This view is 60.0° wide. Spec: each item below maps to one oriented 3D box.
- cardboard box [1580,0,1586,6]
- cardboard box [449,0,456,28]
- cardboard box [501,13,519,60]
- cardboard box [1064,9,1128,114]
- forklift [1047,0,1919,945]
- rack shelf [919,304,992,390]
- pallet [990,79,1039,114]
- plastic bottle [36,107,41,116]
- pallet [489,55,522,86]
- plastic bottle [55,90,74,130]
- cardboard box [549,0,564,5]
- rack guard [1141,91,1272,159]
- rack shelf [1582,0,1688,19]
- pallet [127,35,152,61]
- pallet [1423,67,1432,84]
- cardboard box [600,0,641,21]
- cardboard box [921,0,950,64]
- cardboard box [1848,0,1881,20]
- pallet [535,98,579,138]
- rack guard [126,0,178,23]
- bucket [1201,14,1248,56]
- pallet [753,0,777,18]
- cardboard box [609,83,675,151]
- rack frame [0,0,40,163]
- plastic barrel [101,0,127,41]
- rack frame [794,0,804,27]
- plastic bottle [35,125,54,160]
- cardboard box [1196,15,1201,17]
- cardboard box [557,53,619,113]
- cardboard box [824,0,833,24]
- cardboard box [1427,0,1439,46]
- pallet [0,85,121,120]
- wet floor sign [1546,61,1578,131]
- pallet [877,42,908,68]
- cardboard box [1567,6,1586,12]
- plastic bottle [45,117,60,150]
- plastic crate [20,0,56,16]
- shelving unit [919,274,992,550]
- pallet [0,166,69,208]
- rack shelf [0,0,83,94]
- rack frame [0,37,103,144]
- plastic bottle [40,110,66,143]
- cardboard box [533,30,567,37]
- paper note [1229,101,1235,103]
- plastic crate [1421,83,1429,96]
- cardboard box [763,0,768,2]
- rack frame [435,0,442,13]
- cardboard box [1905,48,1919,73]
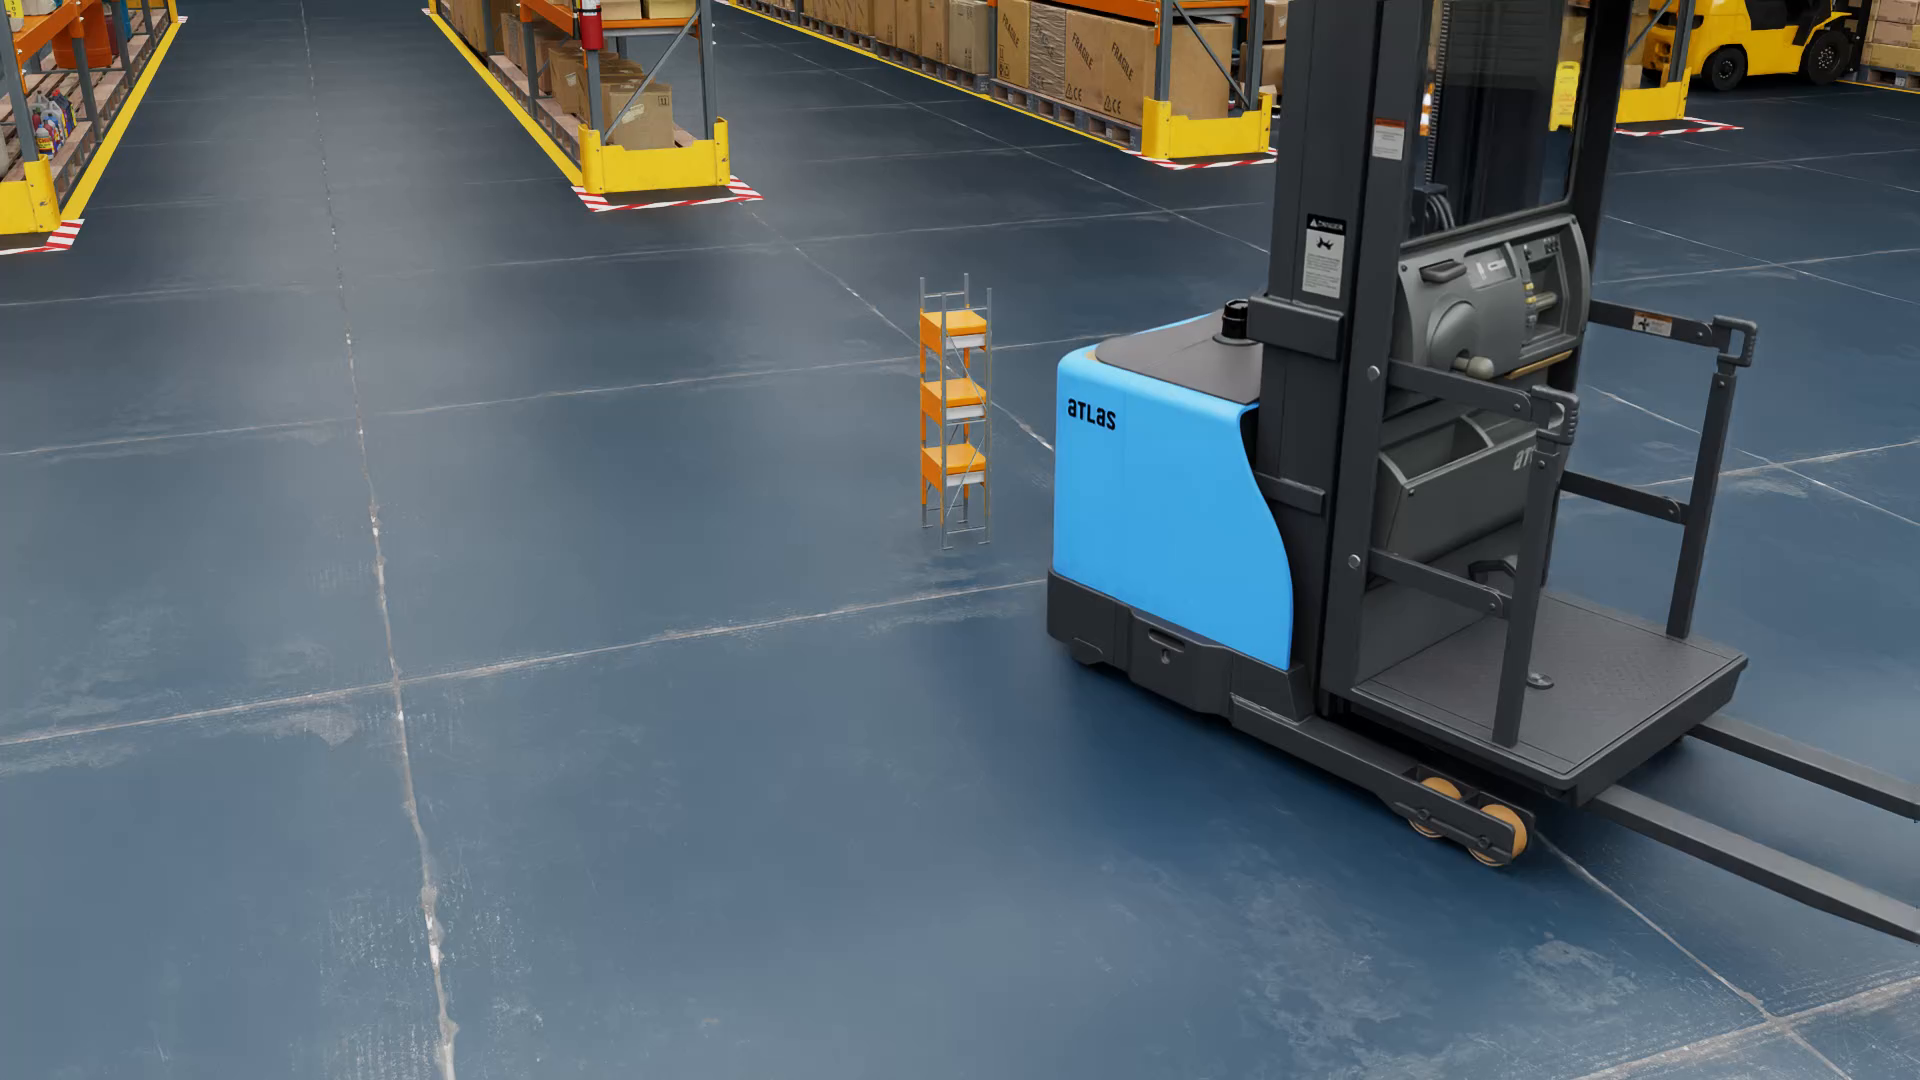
[{"bbox_3d":[9.312,-7.605,23.449,0.875,0.625,0.625,-9,25,-21],"label":"cardboard box"},{"bbox_3d":[-6.454,-7.612,23.142,1.225,0.875,0.875,-8,24,-19],"label":"cardboard box"},{"bbox_3d":[-5.030,-5.984,19.737,0.700,0.500,0.500,-10,25,-22],"label":"cardboard box"},{"bbox_3d":[1.603,-4.682,16.191,0.875,0.875,0.875,-9,24,-20],"label":"cardboard box"},{"bbox_3d":[1.665,-0.672,4.570,1.130,2.935,3.031,-19,30,-38],"label":"forklift"},{"bbox_3d":[-0.019,-0.755,6.486,0.215,0.259,0.240,-8,24,-19],"label":"rack shelf"},{"bbox_3d":[0.999,-4.792,17.847,1.003,0.211,1.213,-8,24,-19],"label":"pallet"},{"bbox_3d":[-7.914,-3.587,14.328,0.061,0.283,0.133,-8,24,-19],"label":"plastic bottle"},{"bbox_3d":[-5.011,-5.604,19.775,1.003,0.211,1.213,-8,24,-19],"label":"pallet"},{"bbox_3d":[-8.009,-3.828,14.815,0.144,0.351,0.185,-9,24,-20],"label":"plastic bottle"},{"bbox_3d":[-3.381,-4.757,14.497,0.380,0.149,0.250,-8,24,-19],"label":"cardboard box"},{"bbox_3d":[2.225,-3.750,15.003,1.175,0.500,0.348,-8,24,-19],"label":"rack guard"},{"bbox_3d":[6.105,-6.022,18.101,1.077,0.370,4.000,-8,24,-19],"label":"rack shelf"},{"bbox_3d":[-11.098,-6.376,21.607,1.003,0.211,1.213,-8,24,-19],"label":"pallet"},{"bbox_3d":[5.669,-5.556,19.660,1.003,0.211,1.213,-8,24,-19],"label":"pallet"},{"bbox_3d":[-2.753,-4.226,13.238,0.380,0.149,0.250,-8,24,-19],"label":"cardboard box"},{"bbox_3d":[0.163,-6.085,19.681,1.050,0.750,0.750,-8,24,-19],"label":"cardboard box"},{"bbox_3d":[10.626,-6.187,19.280,0.500,0.250,0.500,-8,24,-18],"label":"cardboard box"},{"bbox_3d":[-3.602,-4.196,16.434,1.003,0.211,1.213,-8,24,-19],"label":"pallet"},{"bbox_3d":[-12.766,-8.256,25.694,1.175,0.500,0.348,-8,24,-19],"label":"rack guard"},{"bbox_3d":[3.009,-5.823,18.961,0.726,0.611,0.620,0,13,-1],"label":"bucket"},{"bbox_3d":[-2.728,-8.669,27.046,1.003,0.211,1.213,-8,24,-19],"label":"pallet"},{"bbox_3d":[-2.664,-3.538,13.959,0.500,0.500,0.500,-4,23,-9],"label":"cardboard box"},{"bbox_3d":[-7.093,-3.587,11.399,1.000,3.000,0.127,-8,24,-19],"label":"rack frame"},{"bbox_3d":[-10.906,-6.717,20.985,0.600,0.901,0.708,-8,24,-19],"label":"plastic barrel"},{"bbox_3d":[-2.022,-9.271,24.884,1.000,3.000,0.127,-8,24,-19],"label":"rack frame"},{"bbox_3d":[-7.442,-3.234,13.508,0.097,0.271,0.097,0,23,0],"label":"plastic bottle"},{"bbox_3d":[3.819,-8.010,24.087,0.875,0.875,0.875,-9,24,-19],"label":"cardboard box"},{"bbox_3d":[-3.559,-4.404,16.014,0.500,0.500,0.500,-1,23,-2],"label":"cardboard box"},{"bbox_3d":[-1.623,-7.627,23.661,0.500,0.500,0.500,-8,24,-18],"label":"cardboard box"},{"bbox_3d":[5.555,-5.908,18.938,0.500,0.500,0.500,-7,24,-17],"label":"cardboard box"},{"bbox_3d":[-9.254,-4.480,17.106,1.003,0.211,1.213,-8,24,-19],"label":"pallet"},{"bbox_3d":[5.878,-4.326,16.182,0.267,0.644,0.232,0,23,-1],"label":"wet floor sign"},{"bbox_3d":[-0.401,-6.236,21.273,1.003,0.211,1.213,-8,24,-19],"label":"pallet"},{"bbox_3d":[6.588,-5.427,17.799,0.500,0.500,0.500,-9,25,-21],"label":"cardboard box"},{"bbox_3d":[-7.598,-3.395,13.889,0.097,0.271,0.097,0,23,0],"label":"plastic bottle"},{"bbox_3d":[-7.695,-4.364,13.581,0.530,0.136,0.437,-8,24,-19],"label":"plastic crate"},{"bbox_3d":[-0.019,-0.503,6.592,0.215,1.050,0.252,-8,24,-19],"label":"shelving unit"},{"bbox_3d":[-7.446,-2.619,12.693,1.003,0.211,1.213,-8,24,-19],"label":"pallet"},{"bbox_3d":[-7.799,-3.982,13.263,1.077,0.370,4.000,-8,24,-19],"label":"rack shelf"},{"bbox_3d":[-8.506,-5.041,14.847,1.000,3.000,0.127,-8,24,-19],"label":"rack frame"},{"bbox_3d":[-7.773,-3.547,14.244,0.152,0.276,0.135,-8,24,-18],"label":"plastic bottle"},{"bbox_3d":[-4.220,-5.173,17.813,0.700,0.500,0.500,-8,24,-19],"label":"cardboard box"},{"bbox_3d":[2.995,-4.750,17.990,0.172,0.023,0.155,0,23,-1],"label":"paper note"},{"bbox_3d":[5.186,-5.051,18.632,0.402,0.080,0.583,-18,29,-37],"label":"plastic crate"},{"bbox_3d":[-2.991,-8.809,26.919,0.380,0.149,0.250,-8,24,-19],"label":"cardboard box"},{"bbox_3d":[-8.111,-10.080,26.804,1.000,3.000,0.127,-8,24,-19],"label":"rack frame"},{"bbox_3d":[10.993,-5.363,18.611,0.500,0.250,0.500,-8,24,-19],"label":"cardboard box"}]
